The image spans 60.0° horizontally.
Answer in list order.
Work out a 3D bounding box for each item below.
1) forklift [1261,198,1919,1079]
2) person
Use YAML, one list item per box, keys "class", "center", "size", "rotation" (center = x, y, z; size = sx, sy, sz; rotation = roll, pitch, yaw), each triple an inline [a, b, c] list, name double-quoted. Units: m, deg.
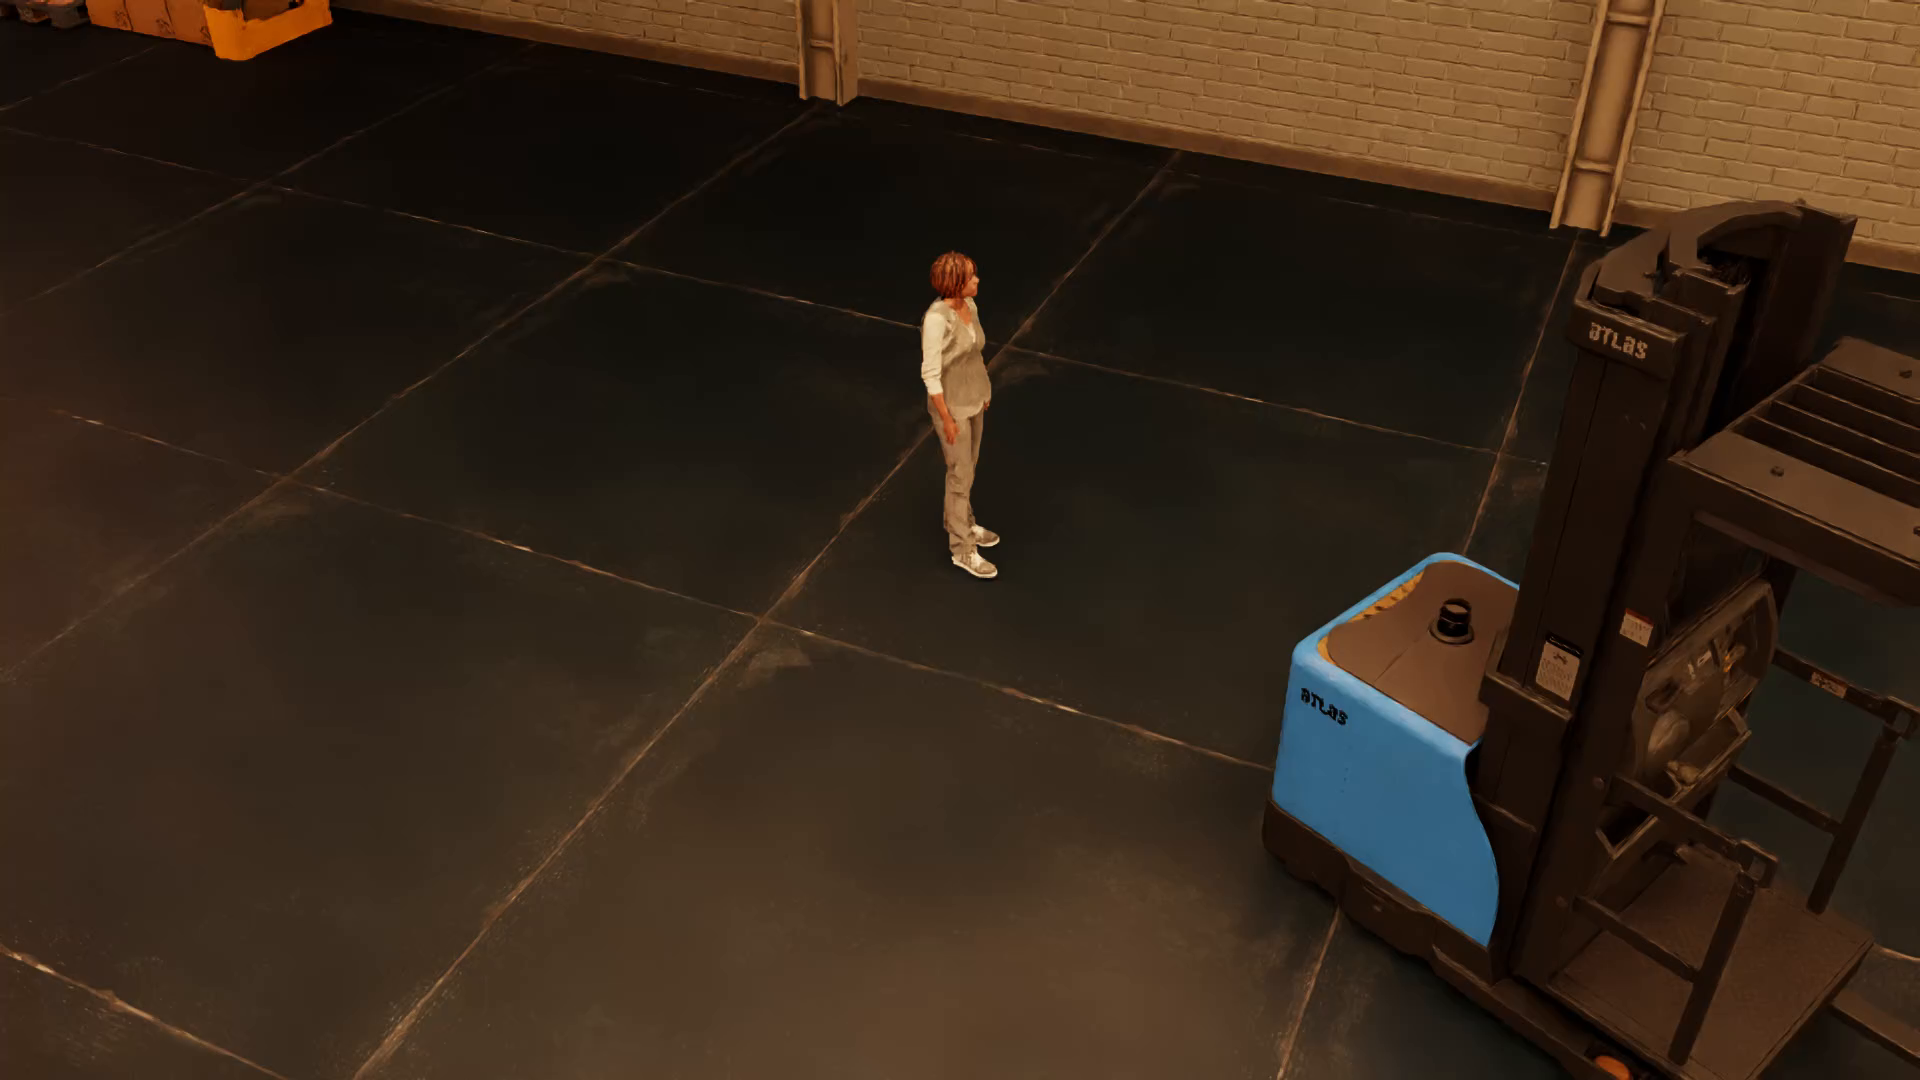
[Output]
- class: "forklift"
  center: [2.586, 0.530, 5.343]
  size: [1.130, 2.935, 3.031]
  rotation: [-27, 44, -33]
- class: "person"
  center: [0.062, -0.631, 8.108]
  size: [0.474, 1.597, 0.521]
  rotation: [15, 38, 20]
